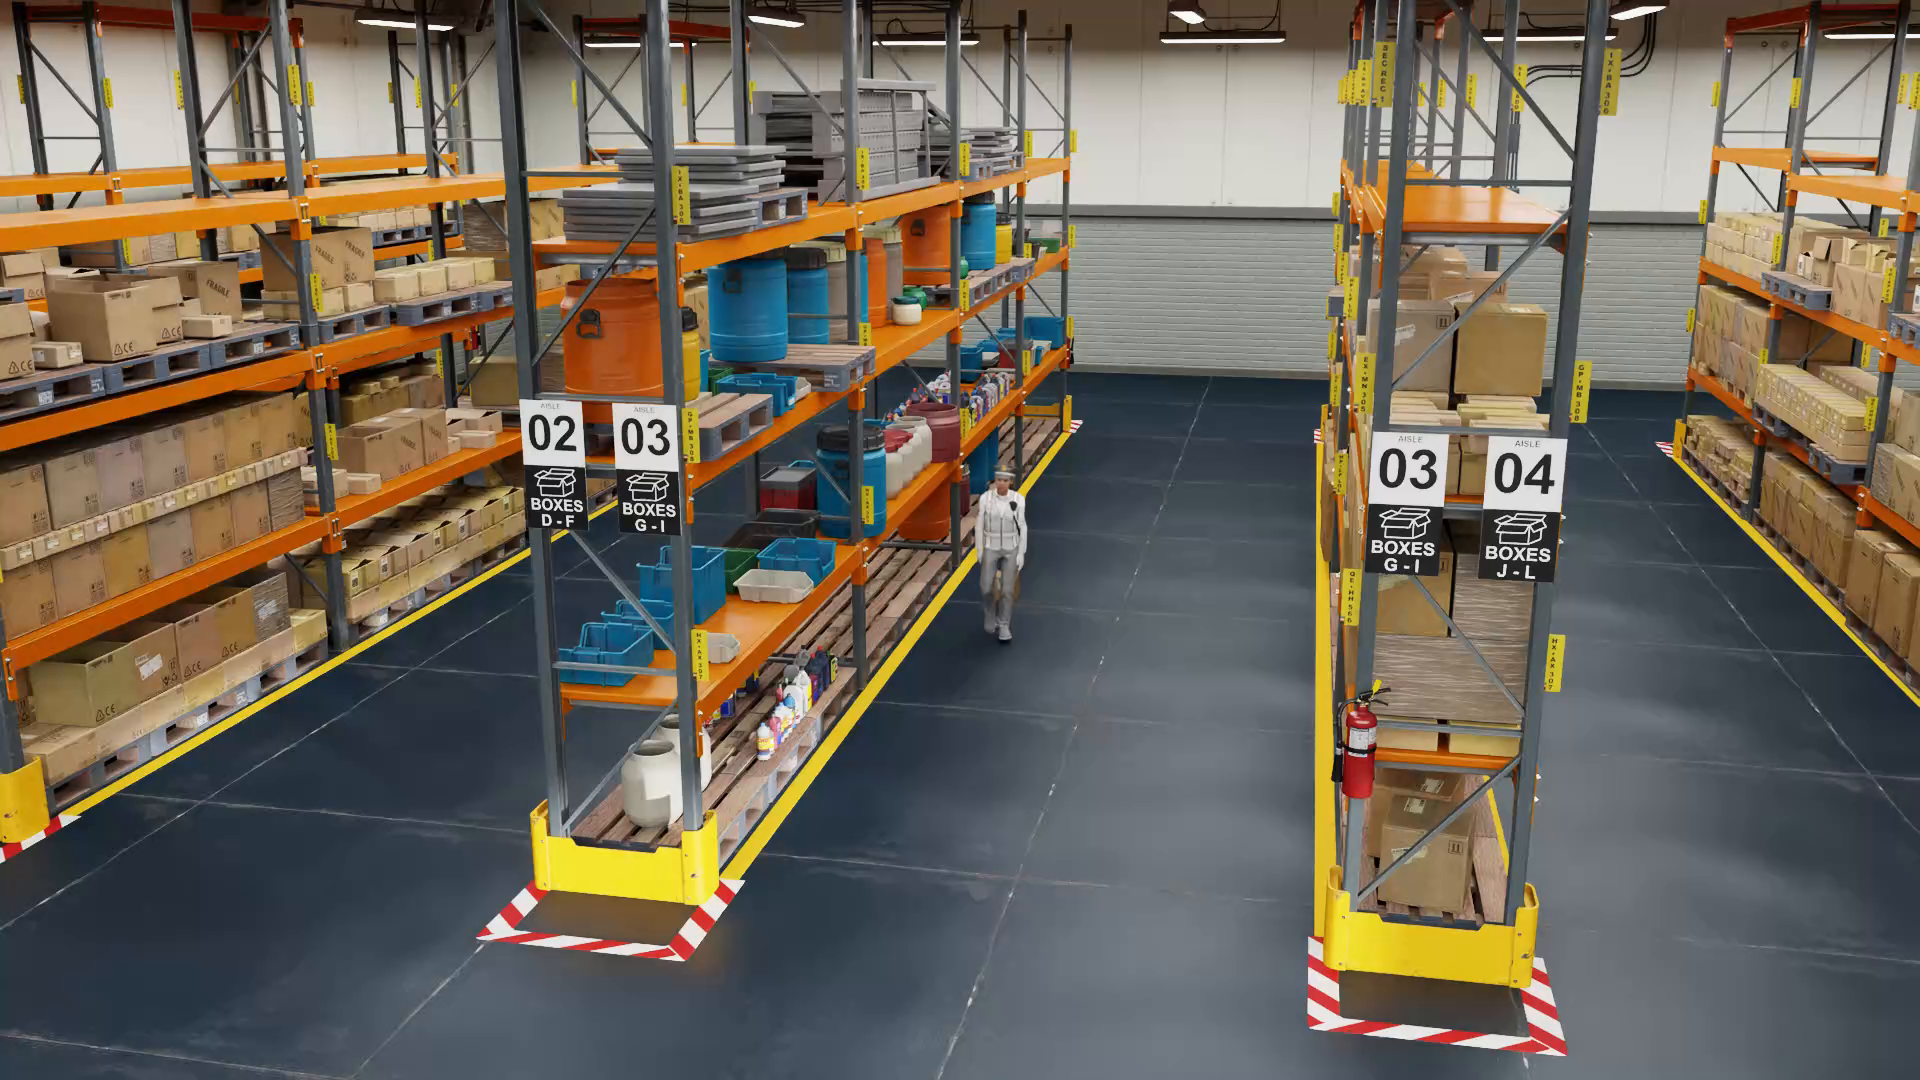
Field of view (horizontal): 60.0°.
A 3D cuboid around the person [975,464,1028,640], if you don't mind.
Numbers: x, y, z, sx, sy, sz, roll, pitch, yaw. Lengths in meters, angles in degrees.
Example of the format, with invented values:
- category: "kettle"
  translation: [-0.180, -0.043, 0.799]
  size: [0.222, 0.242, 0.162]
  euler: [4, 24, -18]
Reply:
- category: "person"
  translation: [0.384, 0.092, 15.515]
  size: [0.492, 1.679, 0.445]
  euler: [0, 15, 1]
